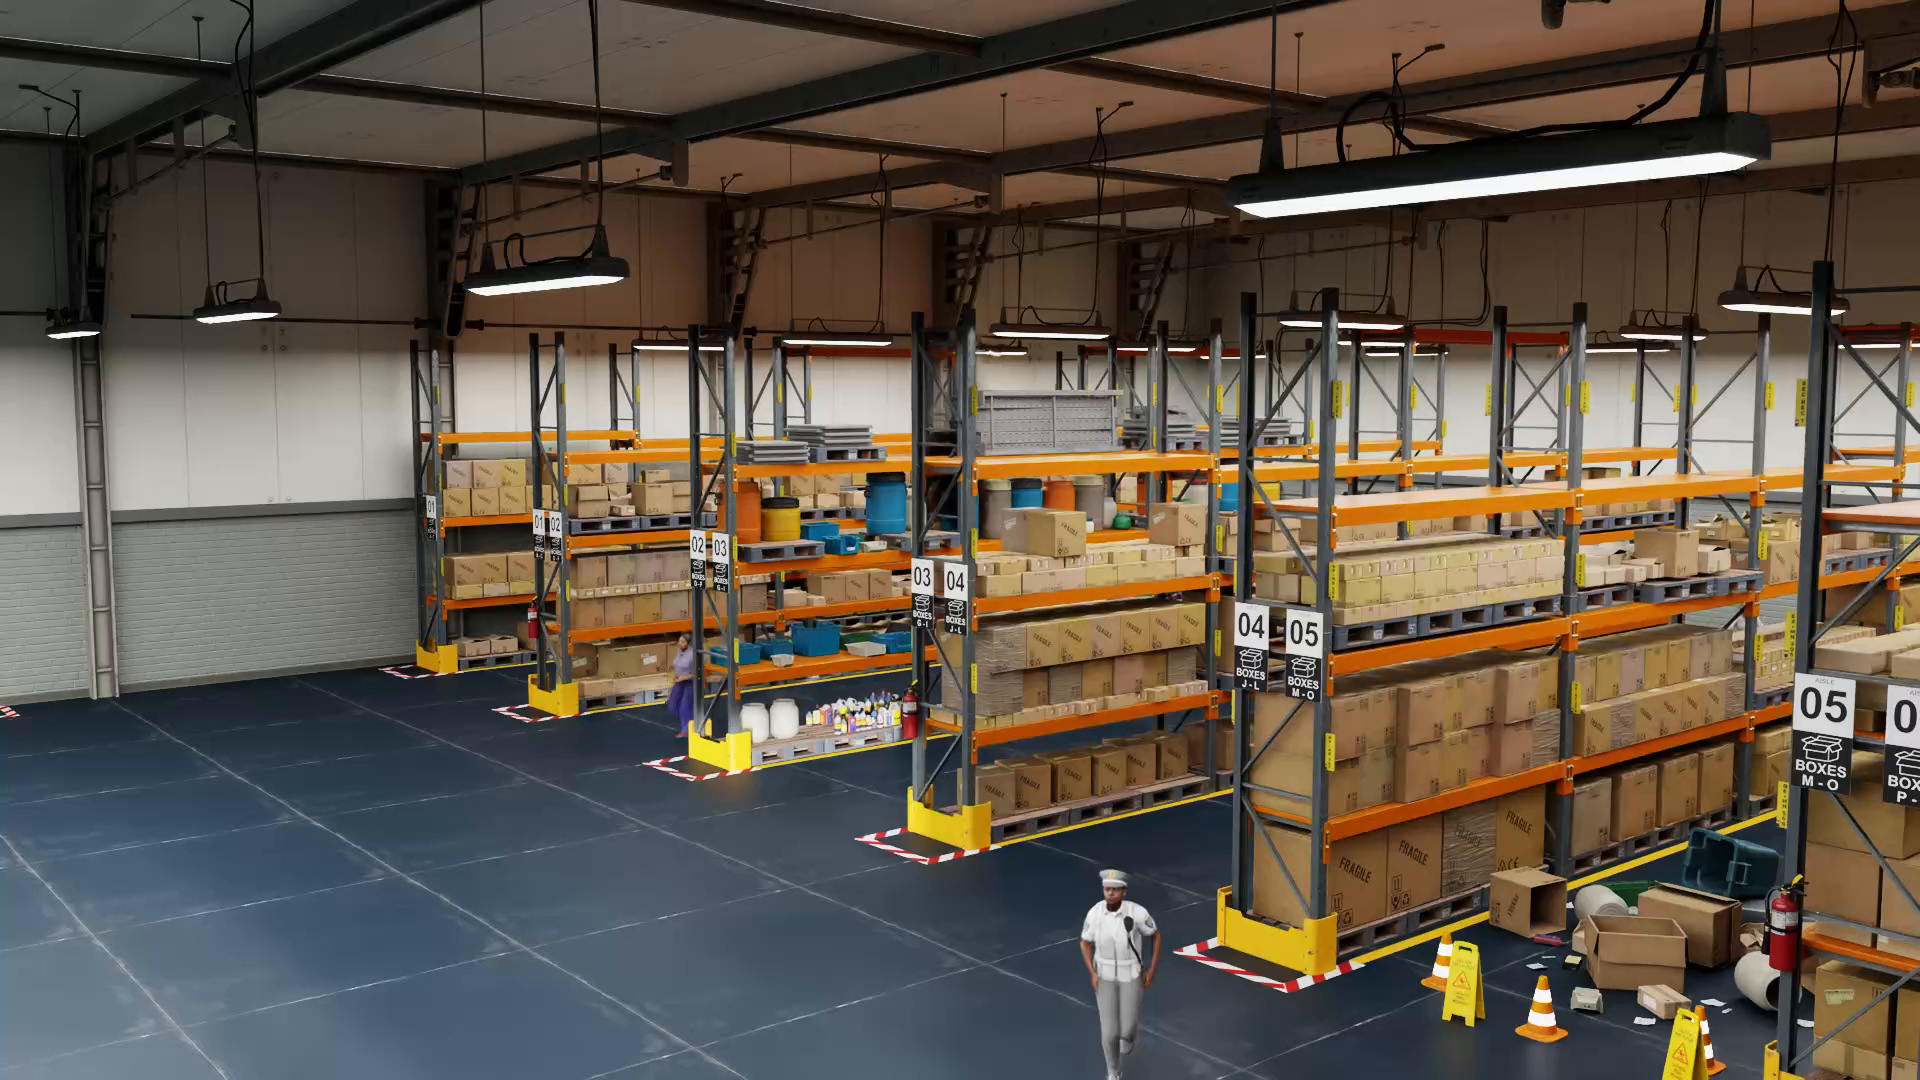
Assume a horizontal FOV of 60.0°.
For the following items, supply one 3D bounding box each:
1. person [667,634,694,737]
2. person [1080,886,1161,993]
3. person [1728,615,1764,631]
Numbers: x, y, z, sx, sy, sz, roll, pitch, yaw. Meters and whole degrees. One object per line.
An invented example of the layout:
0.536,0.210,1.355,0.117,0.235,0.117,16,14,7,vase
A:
2.589,2.545,20.074,16.357,1.586,0.679,4,6,34,person
1.159,2.866,12.158,0.593,0.859,0.447,1,5,14,person
13.109,1.862,27.725,0.585,1.261,0.620,2,6,23,person
